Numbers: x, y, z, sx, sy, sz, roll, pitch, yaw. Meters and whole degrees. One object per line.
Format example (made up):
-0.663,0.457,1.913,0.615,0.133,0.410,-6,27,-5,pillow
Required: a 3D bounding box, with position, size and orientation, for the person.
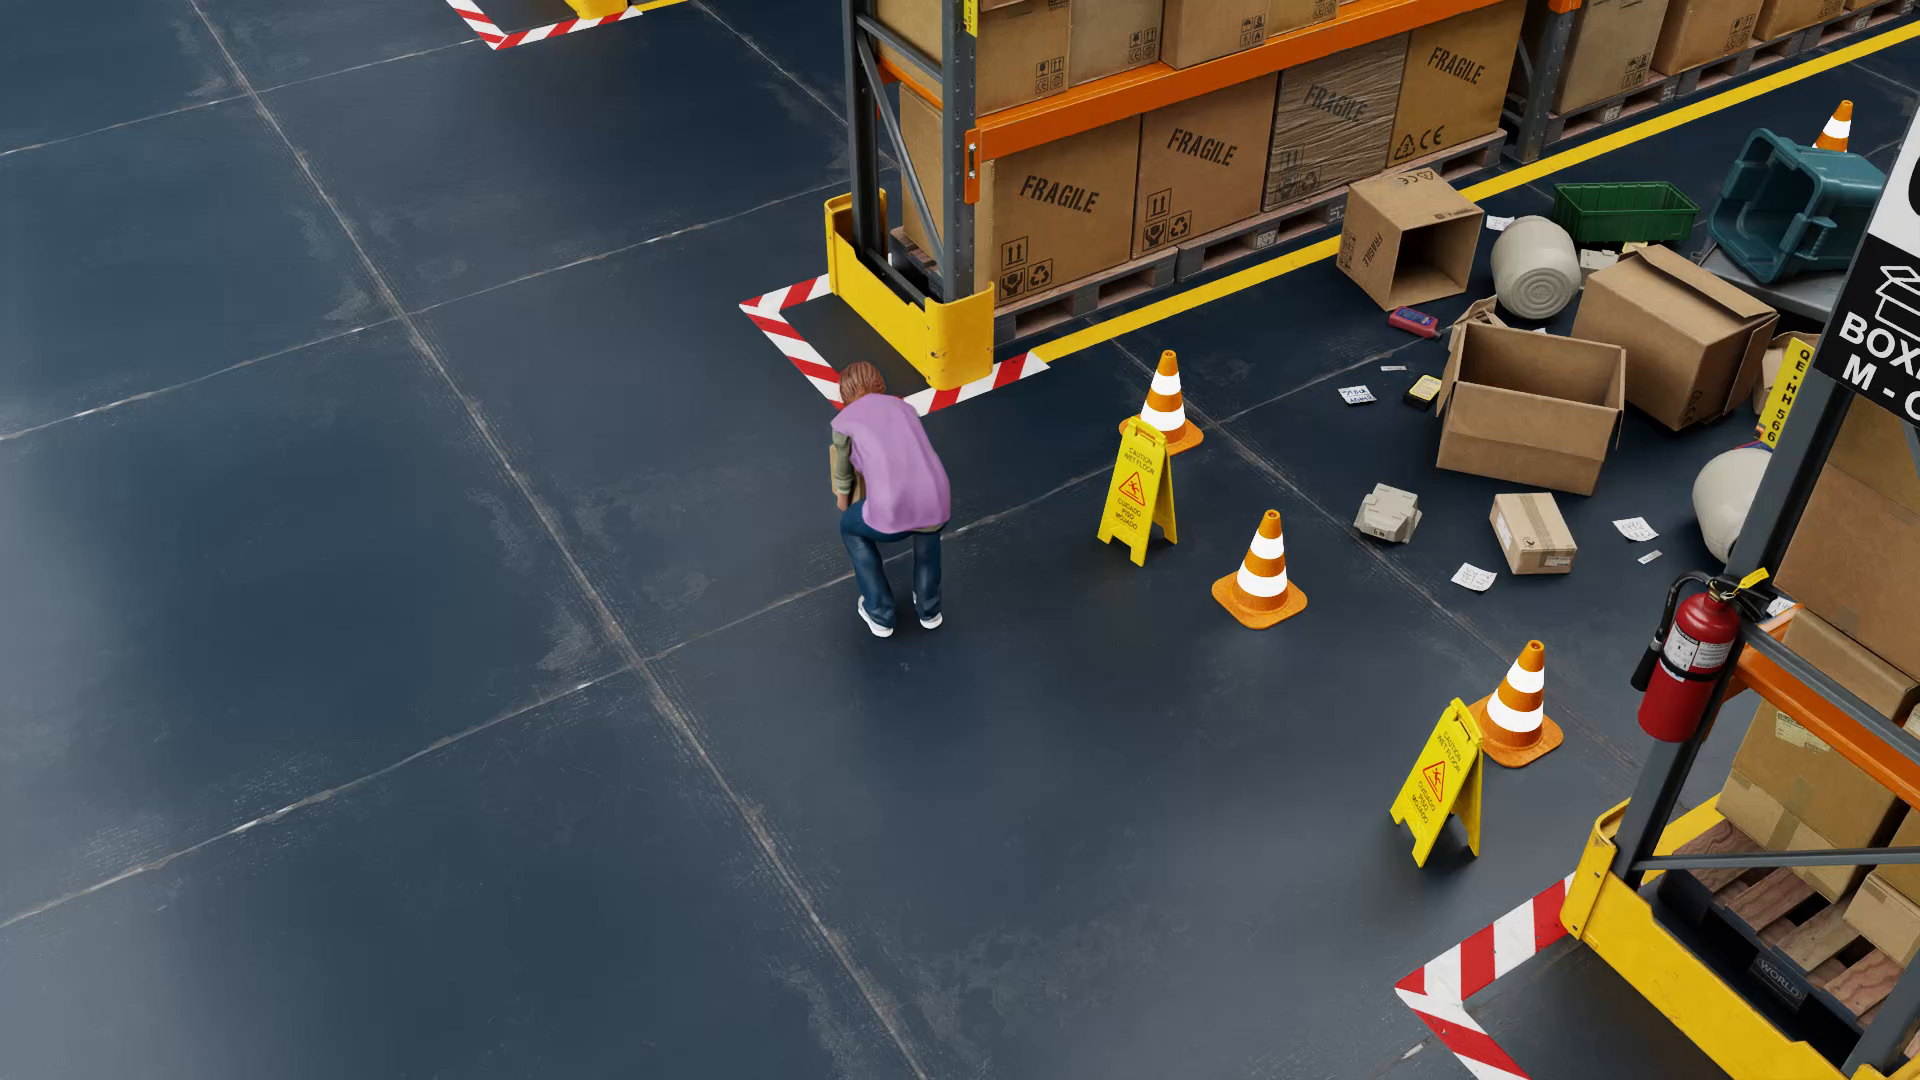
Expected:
-0.296,-0.140,6.810,0.423,0.958,0.863,-12,43,-14,person
